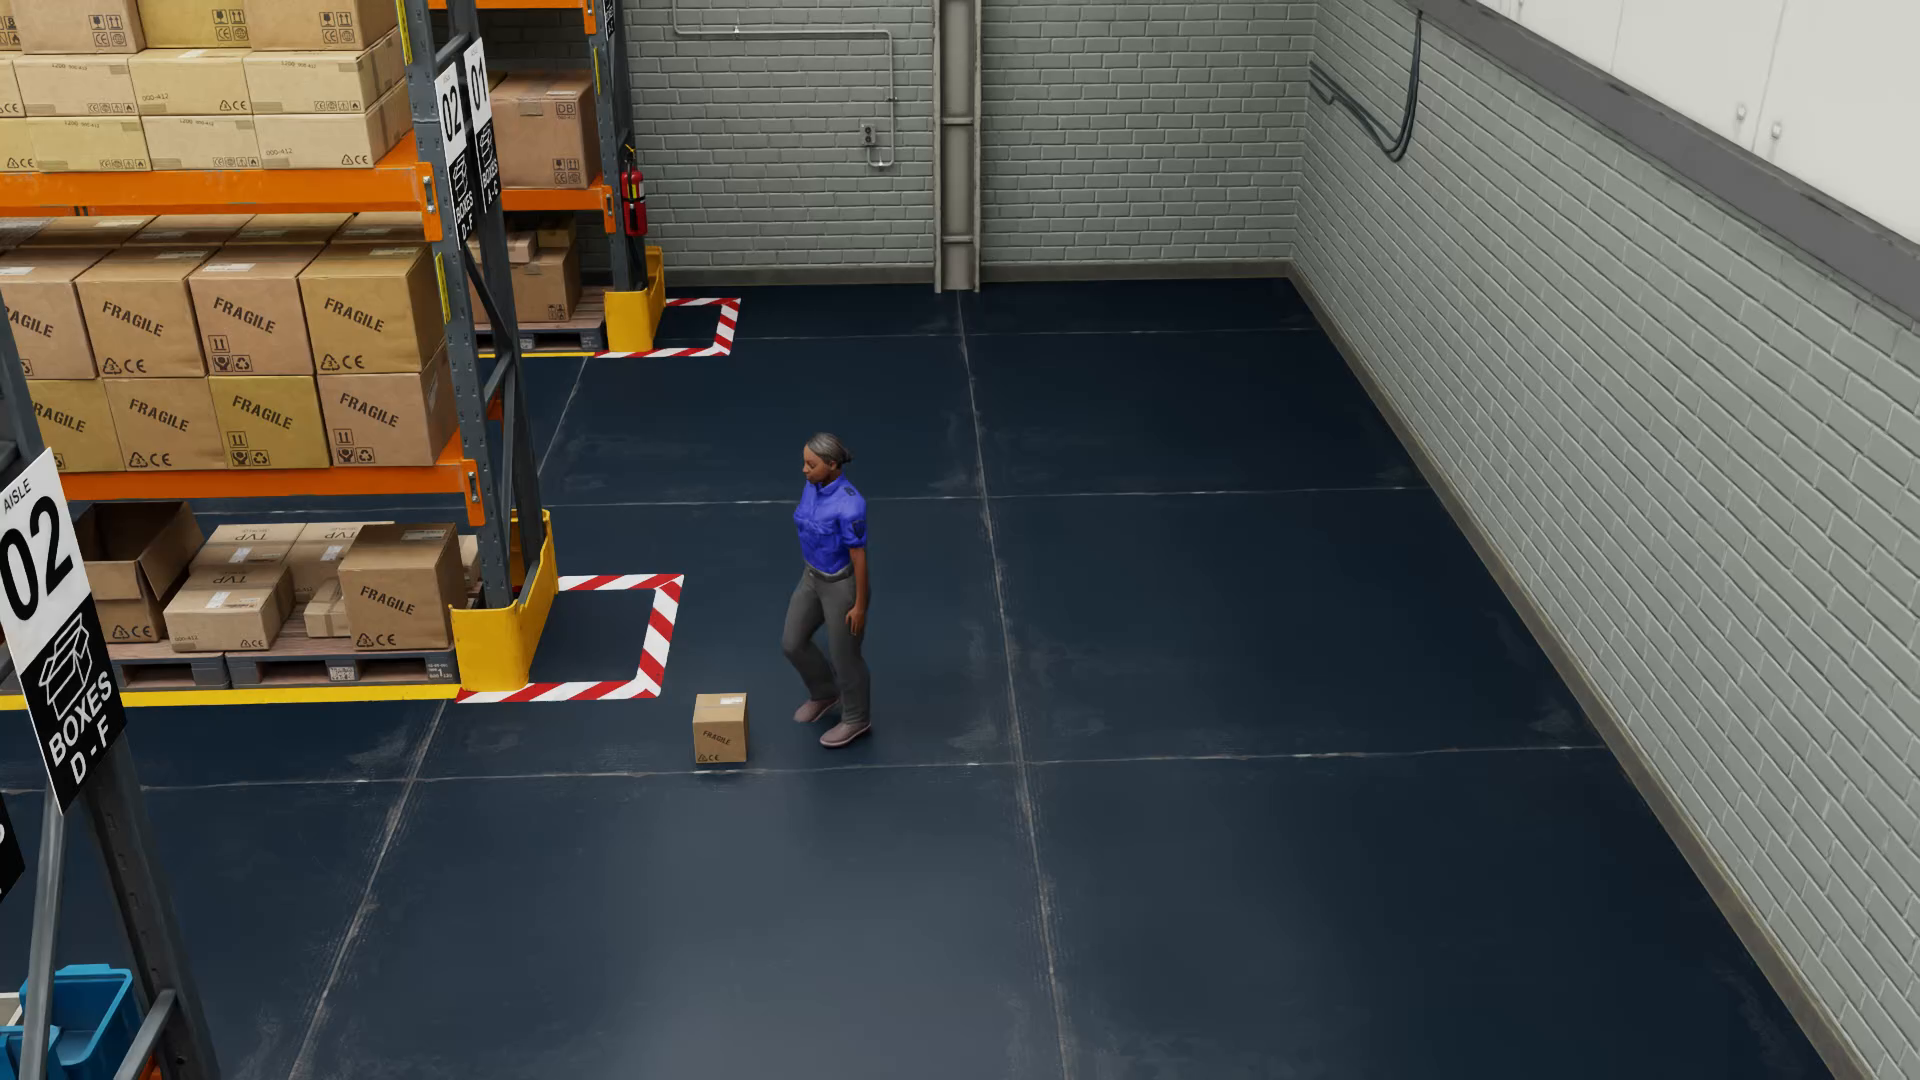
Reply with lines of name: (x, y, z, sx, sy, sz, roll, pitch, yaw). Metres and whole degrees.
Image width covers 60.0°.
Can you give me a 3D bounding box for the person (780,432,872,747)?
person: (-0.653, 0.264, 8.148, 0.374, 1.700, 0.510, -20, 34, -33)
